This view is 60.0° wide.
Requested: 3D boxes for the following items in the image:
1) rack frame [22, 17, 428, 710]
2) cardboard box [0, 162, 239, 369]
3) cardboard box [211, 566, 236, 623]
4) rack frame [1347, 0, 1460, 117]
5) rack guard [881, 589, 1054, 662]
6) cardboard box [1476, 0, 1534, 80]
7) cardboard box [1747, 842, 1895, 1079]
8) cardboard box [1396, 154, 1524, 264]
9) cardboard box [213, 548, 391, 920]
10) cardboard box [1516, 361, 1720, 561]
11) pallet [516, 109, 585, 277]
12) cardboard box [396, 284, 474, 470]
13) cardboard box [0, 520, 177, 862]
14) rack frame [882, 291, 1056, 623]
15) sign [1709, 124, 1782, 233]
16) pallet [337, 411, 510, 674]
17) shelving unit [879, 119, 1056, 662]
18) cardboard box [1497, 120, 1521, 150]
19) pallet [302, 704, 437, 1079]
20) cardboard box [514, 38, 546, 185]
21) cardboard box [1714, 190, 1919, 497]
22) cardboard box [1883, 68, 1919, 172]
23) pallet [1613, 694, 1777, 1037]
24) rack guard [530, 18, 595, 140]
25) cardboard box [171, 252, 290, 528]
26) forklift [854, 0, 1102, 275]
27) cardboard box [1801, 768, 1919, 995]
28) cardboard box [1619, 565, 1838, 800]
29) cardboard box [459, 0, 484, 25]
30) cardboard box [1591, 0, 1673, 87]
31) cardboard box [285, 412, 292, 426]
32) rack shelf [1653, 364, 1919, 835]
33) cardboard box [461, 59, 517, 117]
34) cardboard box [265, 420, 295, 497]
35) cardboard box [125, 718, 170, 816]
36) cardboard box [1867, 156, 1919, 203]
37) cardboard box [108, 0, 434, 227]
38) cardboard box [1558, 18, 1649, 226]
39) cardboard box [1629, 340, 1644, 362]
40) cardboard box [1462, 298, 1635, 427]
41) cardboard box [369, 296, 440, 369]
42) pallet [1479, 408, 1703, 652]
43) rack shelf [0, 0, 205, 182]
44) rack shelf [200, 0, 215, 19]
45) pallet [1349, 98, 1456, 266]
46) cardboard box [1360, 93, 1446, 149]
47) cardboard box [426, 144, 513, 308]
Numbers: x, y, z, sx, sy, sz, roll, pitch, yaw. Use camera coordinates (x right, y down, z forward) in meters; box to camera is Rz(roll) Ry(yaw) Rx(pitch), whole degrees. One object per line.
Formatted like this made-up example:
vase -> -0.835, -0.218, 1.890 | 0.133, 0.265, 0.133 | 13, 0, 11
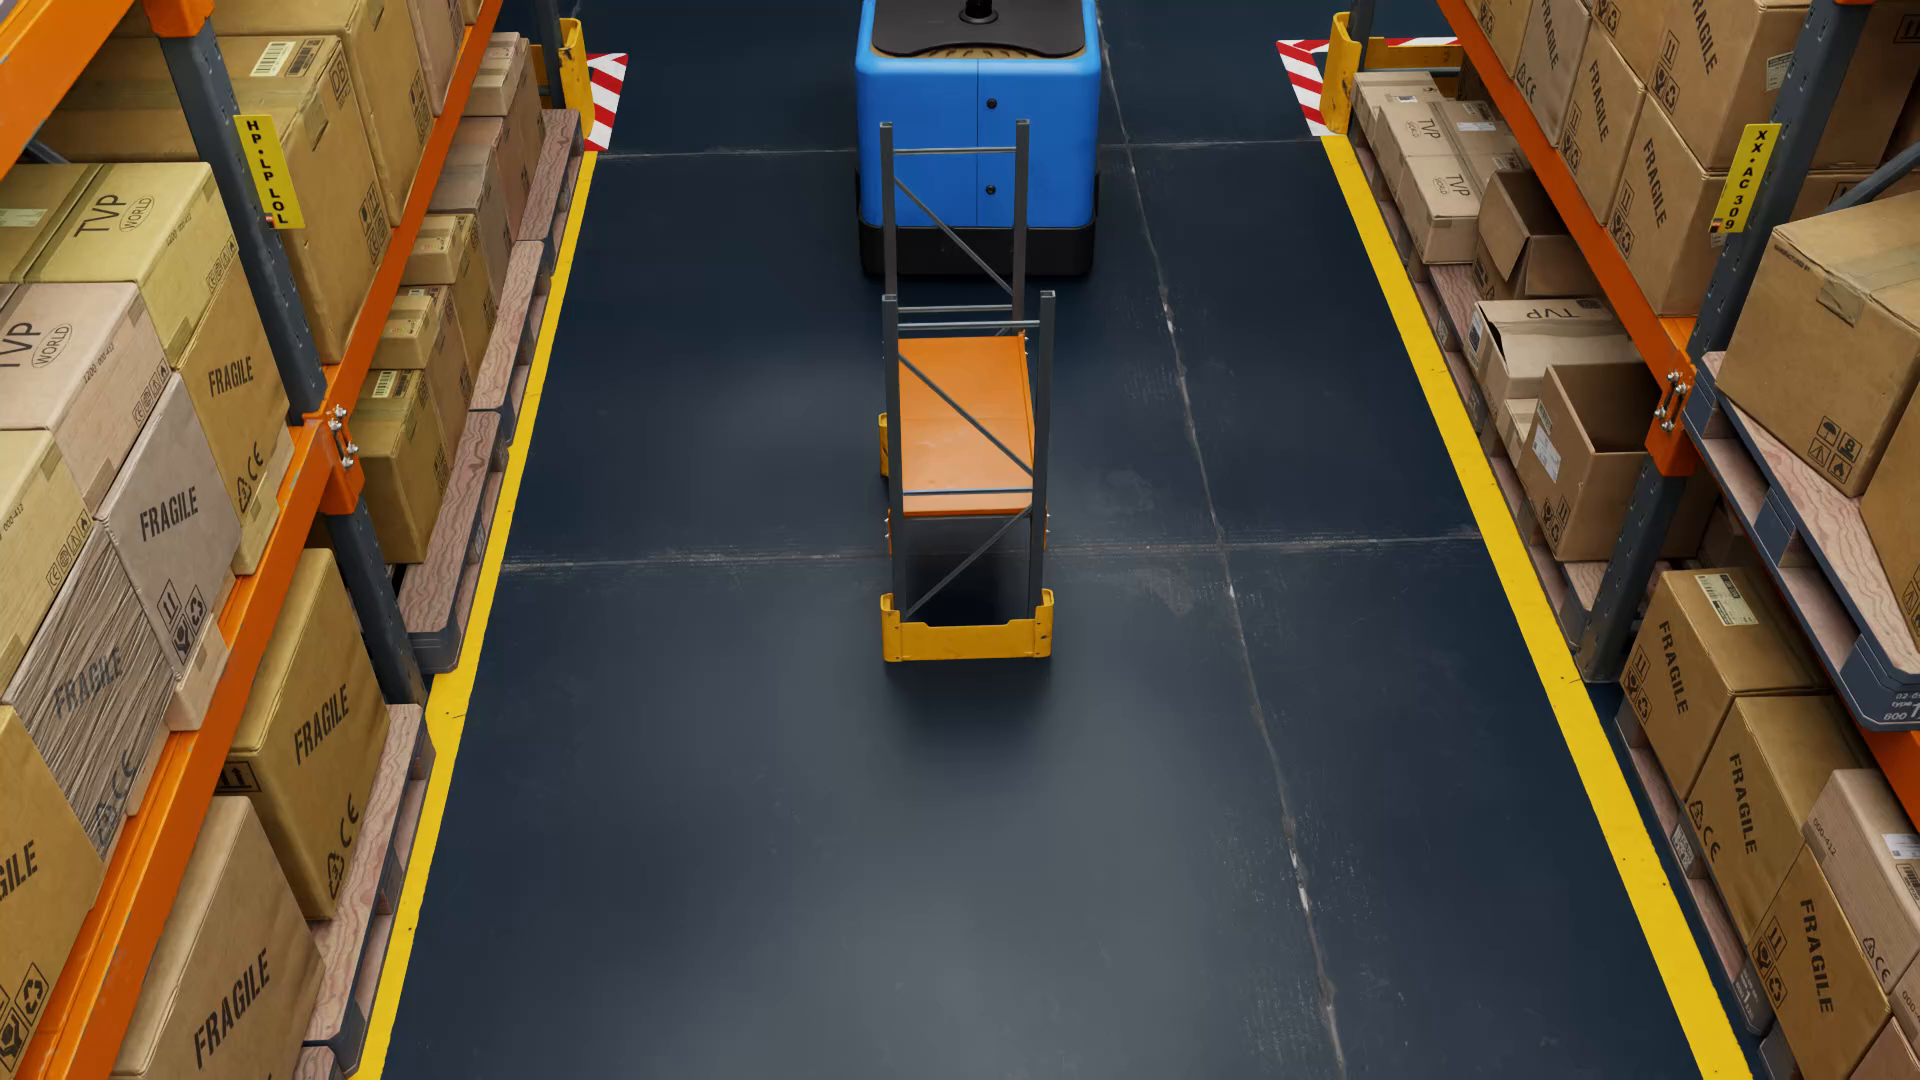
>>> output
rack frame -> -2.310, -0.519, 4.596 | 1.000, 3.000, 0.127 | -2, 43, -2
cardboard box -> -2.035, -0.641, 3.866 | 0.500, 0.250, 0.500 | -1, 43, -1
cardboard box -> -2.013, 0.132, 4.057 | 0.380, 0.149, 0.250 | 0, 43, 0
rack frame -> 2.469, -3.364, 7.700 | 1.000, 3.000, 0.127 | -2, 43, -2
rack guard -> 0.024, 0.296, 5.743 | 0.587, 0.250, 0.087 | -2, 43, -2
cardboard box -> 2.289, -2.069, 6.214 | 0.500, 0.500, 0.500 | -1, 43, -1
cardboard box -> 2.463, 1.126, 4.326 | 0.500, 0.500, 0.500 | -1, 43, -1
cardboard box -> 2.251, -1.462, 7.335 | 0.500, 0.250, 0.500 | -2, 43, -2
cardboard box -> -2.153, 0.554, 4.706 | 0.750, 0.750, 0.750 | -1, 43, -1
cardboard box -> 2.331, -0.281, 5.861 | 0.500, 0.500, 0.500 | -2, 43, -2
pallet -> -2.368, -1.654, 7.898 | 1.003, 0.211, 1.213 | -2, 43, -2
cardboard box -> -2.258, -0.599, 6.223 | 0.700, 0.500, 0.500 | -2, 43, -2
cardboard box -> -1.995, 0.315, 3.378 | 0.500, 0.500, 0.500 | -2, 43, -2
rack frame -> 0.025, -0.152, 5.306 | 0.500, 1.500, 0.032 | -2, 43, -2
sign -> 2.097, -0.962, 4.439 | 0.100, 0.325, 0.005 | -2, 43, -2
pallet -> -2.265, -0.007, 6.101 | 1.003, 0.211, 1.213 | -2, 43, -2
shelving unit -> 0.003, -0.501, 5.687 | 0.587, 1.500, 1.083 | -2, 43, -2
cardboard box -> 2.665, -1.846, 7.815 | 0.380, 0.166, 0.250 | -2, 43, -2
pallet -> -2.202, 1.028, 4.973 | 1.003, 0.211, 1.213 | -2, 43, -2
cardboard box -> -2.351, -1.983, 7.733 | 0.700, 0.500, 0.500 | -2, 43, -2
cardboard box -> 2.435, -0.529, 4.223 | 0.700, 0.500, 0.500 | -15, 45, -16
cardboard box -> 2.900, -1.395, 4.738 | 0.500, 0.500, 0.500 | -1, 43, -1
pallet -> 2.711, 0.912, 5.099 | 1.003, 0.211, 1.213 | -2, 43, -2
rack guard -> -2.481, -2.314, 8.405 | 1.175, 0.500, 0.348 | -2, 43, -2
cardboard box -> -2.039, -0.369, 4.123 | 0.500, 0.500, 0.500 | -2, 43, -2
forklift -> 0.094, -3.237, 7.612 | 1.130, 2.935, 3.031 | 1, 43, 1
cardboard box -> 2.458, 0.828, 4.096 | 0.500, 0.250, 0.500 | -2, 43, -2
cardboard box -> 2.416, 0.429, 5.086 | 0.500, 0.500, 0.500 | -3, 43, -4
cardboard box -> -2.407, -2.495, 6.530 | 0.980, 0.700, 0.700 | -2, 43, -2
cardboard box -> 2.334, -1.749, 5.124 | 0.500, 0.500, 0.500 | -2, 43, -3
cardboard box -> -2.432, -0.396, 5.521 | 0.380, 0.149, 0.250 | -2, 43, -2
rack shelf -> 2.724, 0.952, 3.524 | 1.077, 0.370, 4.000 | -2, 43, -2
cardboard box -> -2.152, -1.968, 7.236 | 0.380, 0.149, 0.250 | -1, 43, -1
cardboard box -> -2.013, -0.214, 4.434 | 0.380, 0.149, 0.250 | -1, 43, -1
cardboard box -> -1.999, 0.476, 3.682 | 0.380, 0.149, 0.250 | -2, 43, -2
cardboard box -> 2.889, -1.053, 5.104 | 0.500, 0.500, 0.500 | -1, 43, -1
cardboard box -> -2.343, -1.489, 5.433 | 0.980, 0.700, 0.700 | -3, 43, -3
cardboard box -> 2.338, -1.379, 5.460 | 0.500, 0.500, 0.500 | -1, 43, -1
cardboard box -> 2.790, -0.655, 6.516 | 0.380, 0.166, 0.250 | -2, 43, -2
cardboard box -> 2.299, -0.718, 6.477 | 0.500, 0.311, 0.500 | -2, 43, -2
cardboard box -> -2.072, -0.736, 5.892 | 0.380, 0.149, 0.250 | 0, 43, 0
pallet -> 2.610, -0.099, 6.202 | 1.003, 0.211, 1.213 | -2, 43, -2
rack shelf -> -2.226, -0.009, 2.353 | 1.077, 0.370, 4.000 | -2, 43, -2
rack shelf -> -2.395, -2.710, 5.299 | 1.077, 0.370, 4.000 | -2, 43, -2
pallet -> 2.507, -1.747, 8.000 | 1.003, 0.211, 1.213 | -2, 43, -2
cardboard box -> 2.154, -2.021, 8.006 | 0.380, 0.166, 0.250 | -2, 43, -2
cardboard box -> -2.307, -1.306, 6.994 | 0.700, 0.500, 0.500 | -3, 43, -3
